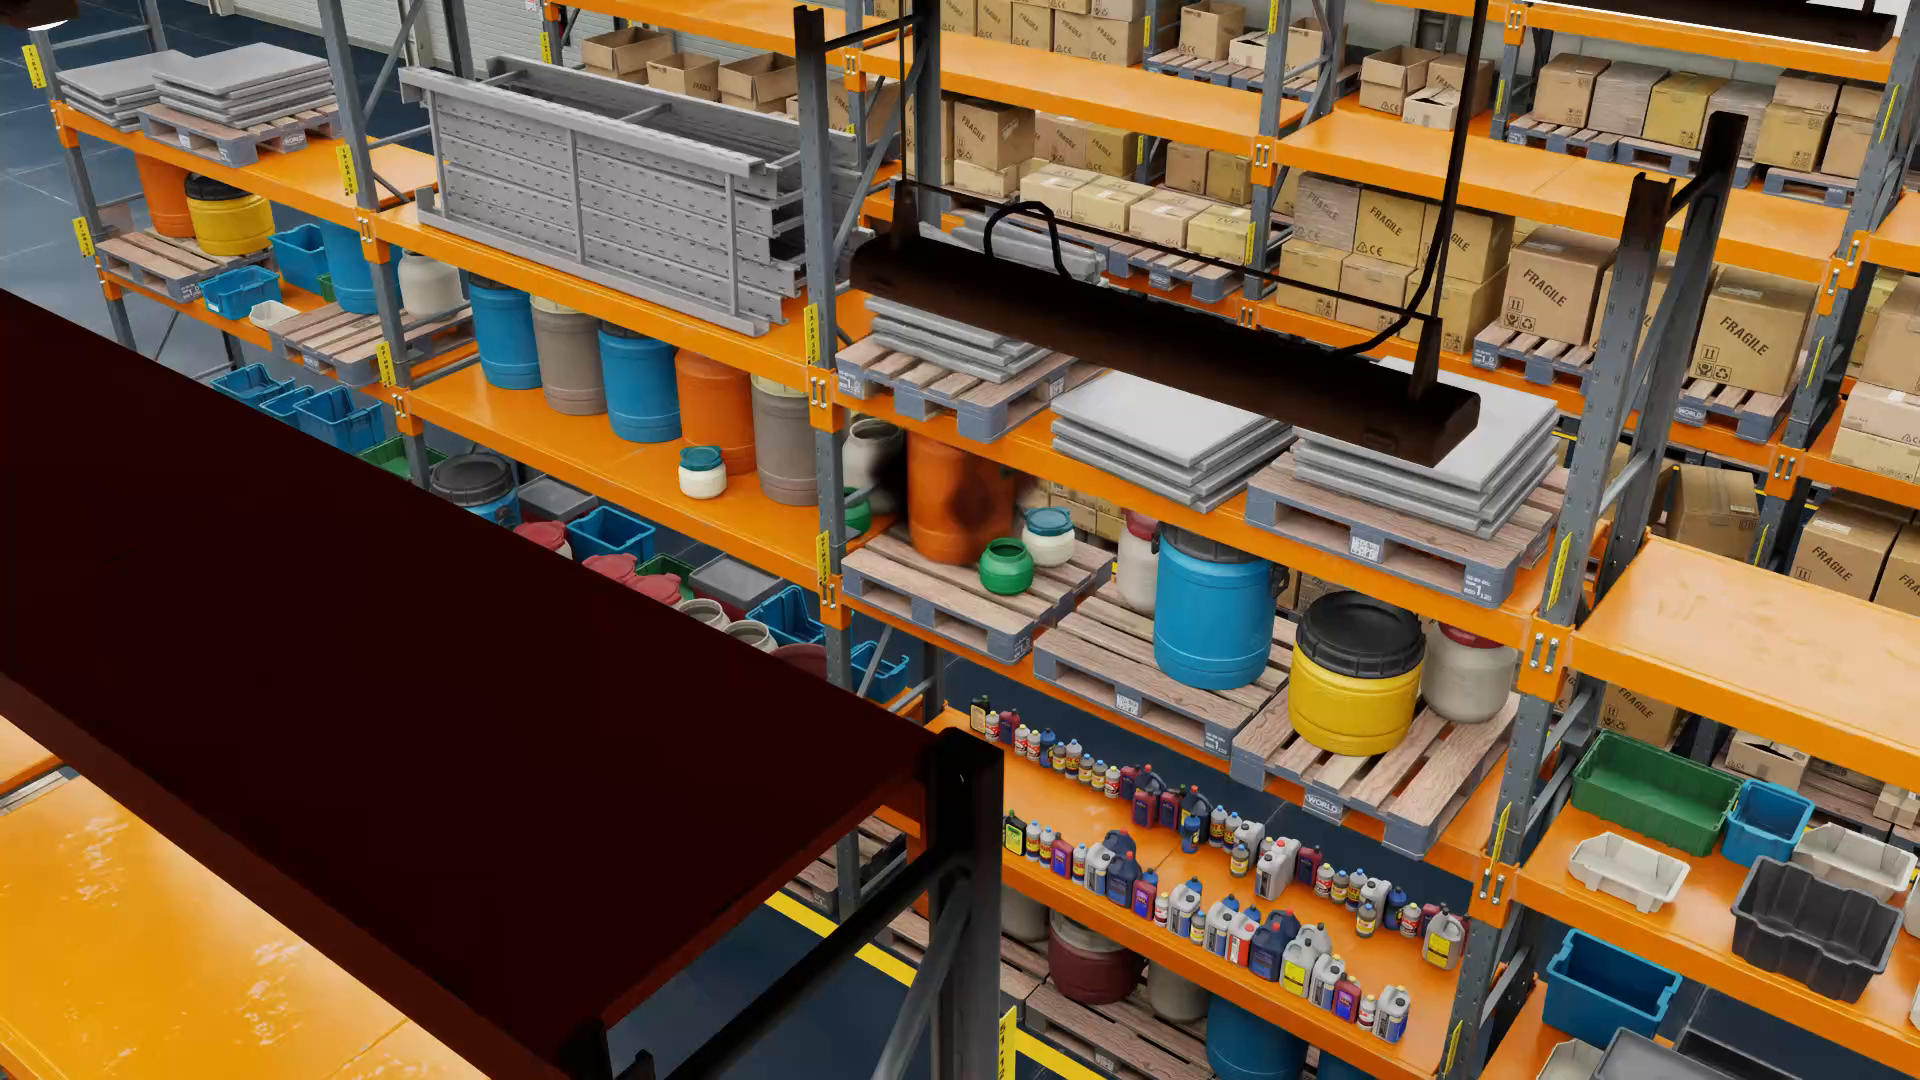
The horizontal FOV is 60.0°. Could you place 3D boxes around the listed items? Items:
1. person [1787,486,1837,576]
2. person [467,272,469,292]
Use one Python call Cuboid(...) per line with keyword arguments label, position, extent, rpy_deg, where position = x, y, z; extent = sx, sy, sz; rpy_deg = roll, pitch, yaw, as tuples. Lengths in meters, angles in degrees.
Cuboid(label="person", position=(7.328, -0.072, 13.809), extent=(0.995, 1.717, 0.742), rpy_deg=(21, 37, 31))
Cuboid(label="person", position=(-5.180, -2.915, 18.464), extent=(0.467, 1.629, 0.923), rpy_deg=(21, 37, 30))
